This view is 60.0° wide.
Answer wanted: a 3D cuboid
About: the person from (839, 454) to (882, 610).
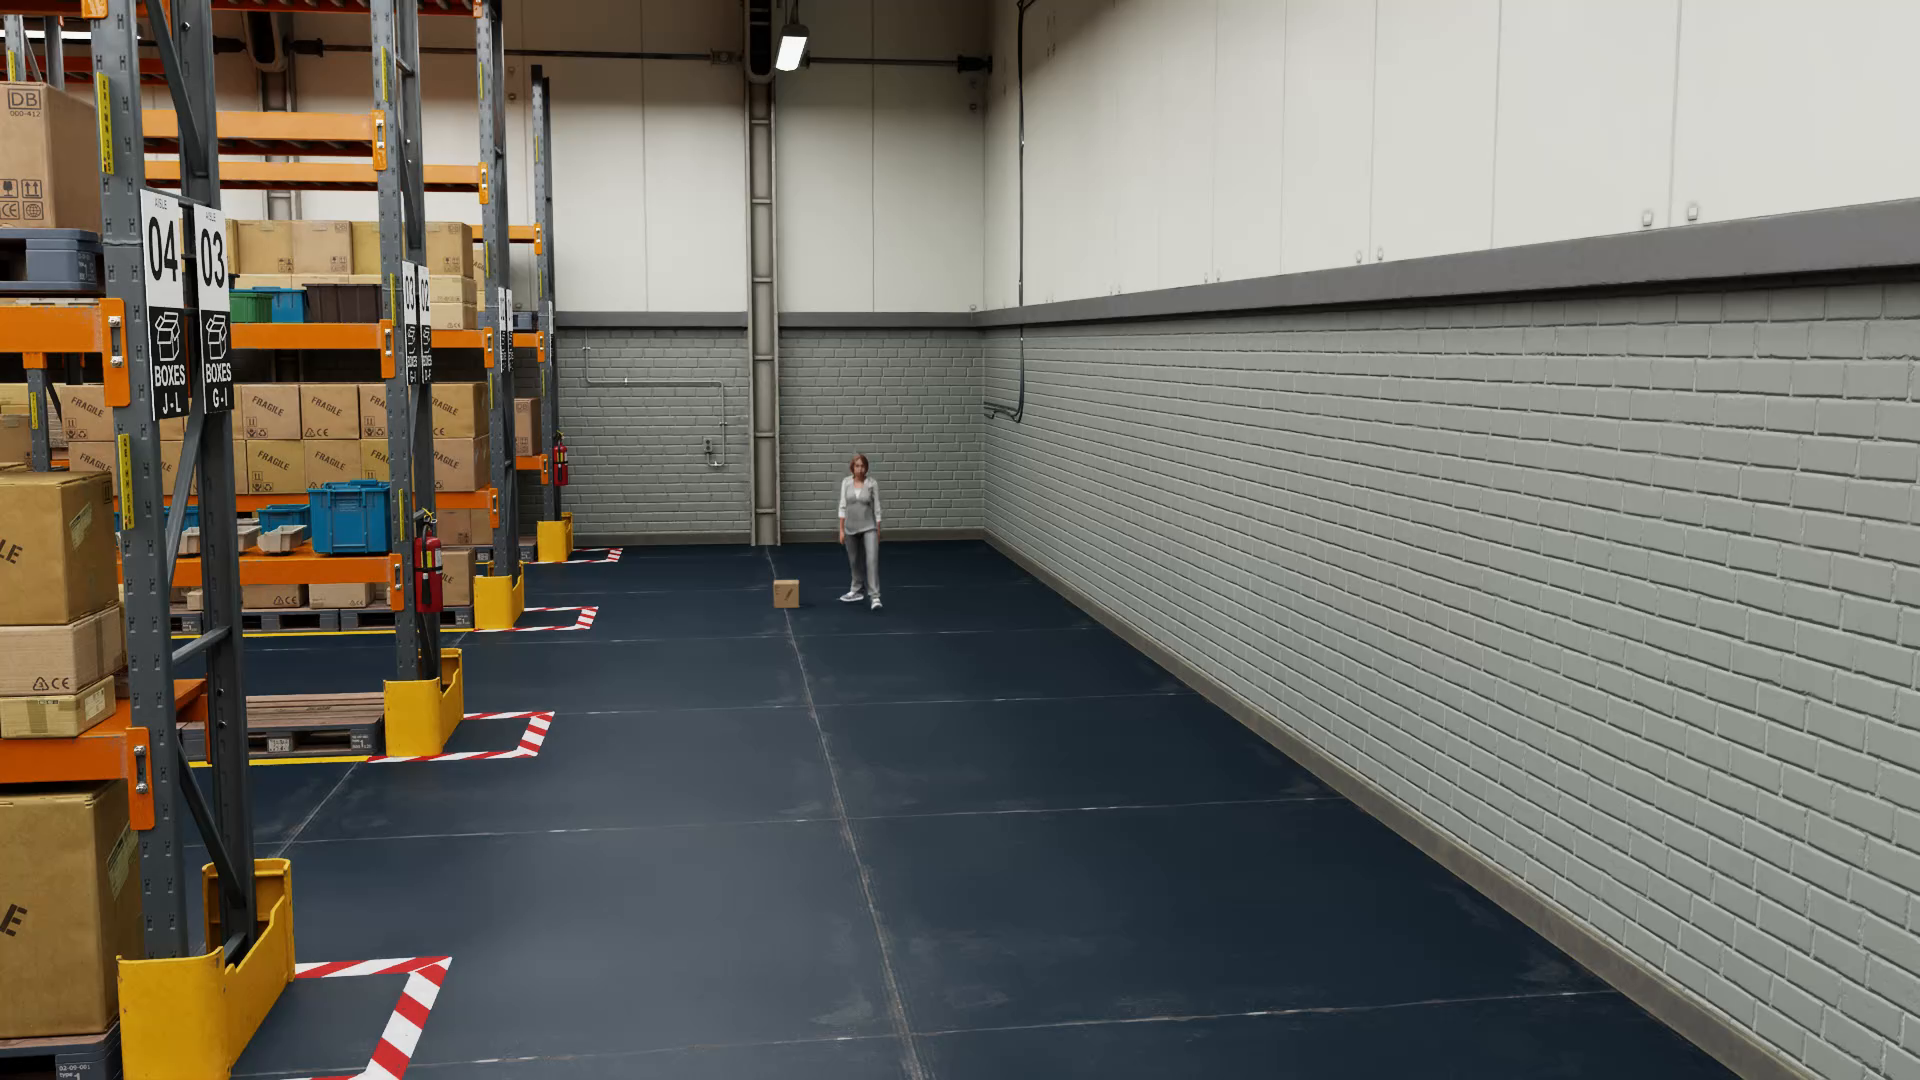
[{"bbox_3d":[-0.995,-0.095,16.783,0.554,1.551,0.815,1,7,9],"label":"person"}]
